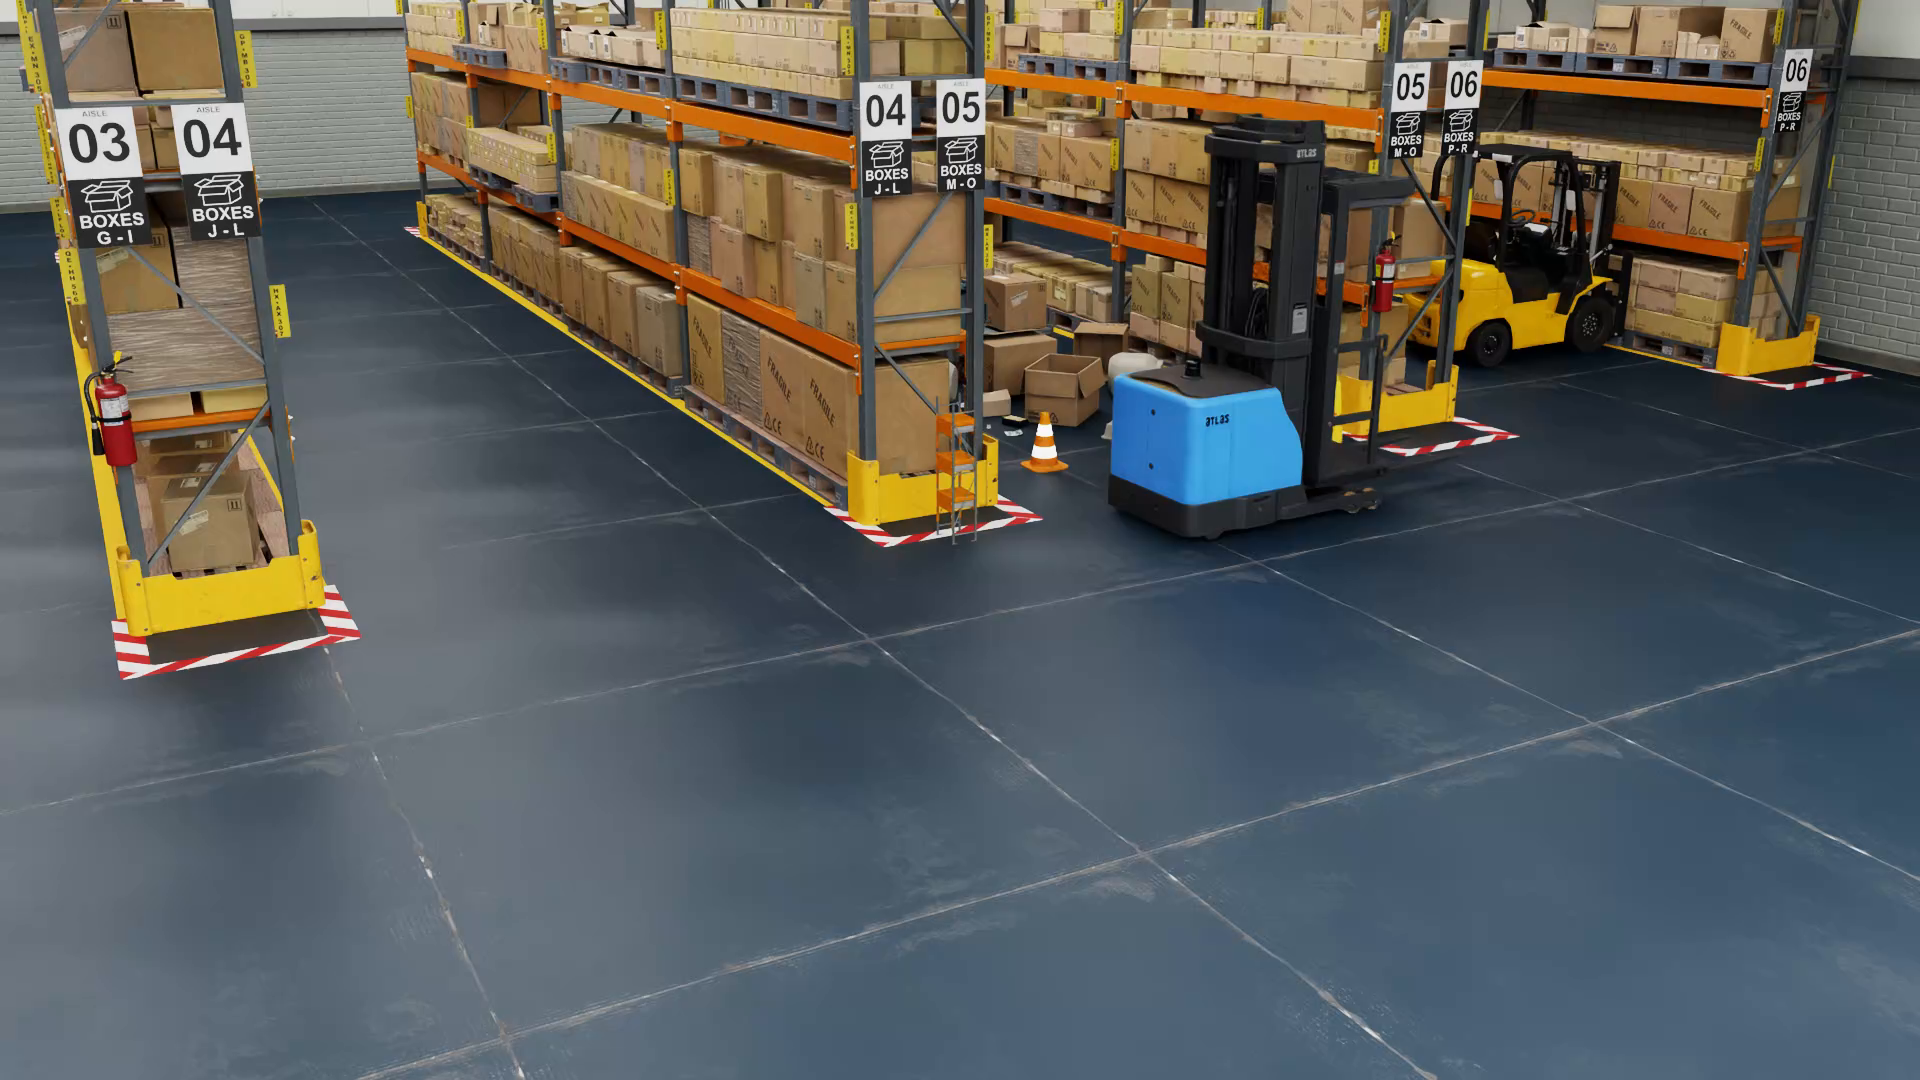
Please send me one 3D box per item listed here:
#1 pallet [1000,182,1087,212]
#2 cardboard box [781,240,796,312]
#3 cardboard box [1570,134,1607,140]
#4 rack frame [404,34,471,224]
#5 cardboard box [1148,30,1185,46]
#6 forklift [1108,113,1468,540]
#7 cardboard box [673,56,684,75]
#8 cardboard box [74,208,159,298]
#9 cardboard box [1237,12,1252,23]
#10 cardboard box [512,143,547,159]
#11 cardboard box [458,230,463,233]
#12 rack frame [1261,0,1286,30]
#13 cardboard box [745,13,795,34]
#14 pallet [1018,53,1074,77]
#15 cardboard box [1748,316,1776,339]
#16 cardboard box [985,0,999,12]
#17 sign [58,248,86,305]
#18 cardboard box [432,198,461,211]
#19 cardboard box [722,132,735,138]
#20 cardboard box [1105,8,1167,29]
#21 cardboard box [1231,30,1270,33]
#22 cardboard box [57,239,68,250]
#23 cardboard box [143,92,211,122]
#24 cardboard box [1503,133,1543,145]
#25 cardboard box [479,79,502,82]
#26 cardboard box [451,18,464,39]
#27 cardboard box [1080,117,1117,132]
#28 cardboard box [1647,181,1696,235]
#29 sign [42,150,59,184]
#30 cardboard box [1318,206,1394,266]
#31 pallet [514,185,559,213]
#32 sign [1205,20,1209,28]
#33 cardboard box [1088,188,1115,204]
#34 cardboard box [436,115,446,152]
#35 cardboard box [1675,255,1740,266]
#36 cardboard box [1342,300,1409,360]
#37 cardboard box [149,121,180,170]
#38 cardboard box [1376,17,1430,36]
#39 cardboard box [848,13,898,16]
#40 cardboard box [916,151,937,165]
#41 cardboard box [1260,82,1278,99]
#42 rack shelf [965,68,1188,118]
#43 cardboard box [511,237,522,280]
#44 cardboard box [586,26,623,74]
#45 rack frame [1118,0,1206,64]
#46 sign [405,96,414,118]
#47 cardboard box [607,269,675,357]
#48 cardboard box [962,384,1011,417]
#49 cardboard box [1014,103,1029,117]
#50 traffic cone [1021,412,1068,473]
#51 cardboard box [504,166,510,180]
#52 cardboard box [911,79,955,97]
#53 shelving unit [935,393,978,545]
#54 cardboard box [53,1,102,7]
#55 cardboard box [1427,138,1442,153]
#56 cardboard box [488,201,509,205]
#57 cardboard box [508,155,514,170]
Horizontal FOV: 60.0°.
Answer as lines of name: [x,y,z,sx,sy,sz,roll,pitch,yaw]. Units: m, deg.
pallet: [1.196,-4.104,19.719,1.003,0.211,1.213,-10,21,-27]
cardboard box: [-0.941,-2.169,13.589,0.875,0.550,0.550,-10,21,-27]
cardboard box: [7.298,-4.613,19.298,0.380,0.149,0.250,-10,22,-28]
rack frame: [-7.887,-6.257,25.666,1.000,3.000,0.127,-10,21,-27]
cardboard box: [2.131,-5.073,16.799,0.380,0.149,0.250,-9,21,-25]
forklift: [2.662,-1.723,12.630,3.031,2.935,1.130,-11,22,-29]
cardboard box: [-2.315,-4.200,14.694,0.380,0.149,0.250,-10,22,-28]
cardboard box: [-5.424,-1.847,10.745,0.500,0.500,0.500,-10,21,-27]
cardboard box: [4.131,-7.347,23.389,0.380,0.149,0.250,-11,22,-28]
cardboard box: [-5.096,-4.615,19.736,0.380,0.149,0.250,-9,21,-25]
cardboard box: [-7.030,-4.402,24.016,0.380,0.149,0.250,-10,21,-26]
rack frame: [4.587,-8.362,22.569,1.000,3.000,0.127,-10,21,-27]
cardboard box: [-1.472,-4.068,13.089,0.380,0.149,0.250,-10,21,-26]
pallet: [1.425,-5.428,18.953,1.213,0.211,1.003,-10,21,-27]
cardboard box: [8.324,-2.300,17.769,0.500,0.250,0.500,-10,21,-26]
cardboard box: [0.778,-9.380,29.126,0.500,0.250,0.500,-10,22,-27]
sign: [-5.200,-1.541,9.740,0.100,0.325,0.005,-10,21,-27]
cardboard box: [-7.694,-5.033,24.934,0.380,0.149,0.250,-10,21,-27]
cardboard box: [-3.603,-6.918,27.427,0.500,0.500,0.500,-10,21,-27]
cardboard box: [1.949,-5.761,18.450,0.500,0.250,0.500,-10,22,-28]
cardboard box: [2.937,-5.021,16.649,0.380,0.149,0.250,-9,21,-25]
cardboard box: [-9.654,-3.127,19.207,1.225,0.875,0.875,-11,22,-29]
cardboard box: [-4.896,-2.718,10.429,0.380,0.149,0.250,-10,22,-28]
cardboard box: [6.596,-4.677,19.482,0.380,0.149,0.250,-10,21,-26]
cardboard box: [-6.459,-6.232,23.452,0.500,0.500,0.500,-10,21,-26]
cardboard box: [-6.431,-6.785,22.062,0.500,0.250,0.500,-11,22,-29]
cardboard box: [1.601,-4.787,19.157,0.380,0.149,0.250,-9,21,-24]
cardboard box: [7.683,-3.528,17.603,0.500,0.500,0.500,-9,21,-25]
sign: [-8.988,-3.682,16.427,0.100,0.325,0.005,-10,21,-27]
cardboard box: [3.519,-2.761,14.924,0.500,0.500,0.500,-10,22,-28]
pallet: [-4.520,-4.058,19.587,1.213,0.211,1.003,-10,21,-27]
sign: [2.593,-5.357,17.665,0.100,0.325,0.005,-10,21,-27]
cardboard box: [1.632,-3.793,18.265,0.380,0.149,0.250,-10,21,-26]
cardboard box: [-7.172,-5.836,23.835,0.500,0.500,0.500,-11,22,-28]
cardboard box: [8.084,-2.911,18.008,0.500,0.250,0.500,-10,21,-27]
cardboard box: [3.868,-1.994,15.733,0.500,0.500,0.500,-11,22,-28]
cardboard box: [-4.704,-2.450,10.265,0.500,0.250,0.500,-9,21,-25]
cardboard box: [5.564,-6.390,20.792,0.500,0.311,0.500,-11,22,-28]
cardboard box: [-0.650,-4.023,12.958,0.380,0.149,0.250,-10,22,-28]
cardboard box: [-0.233,-5.021,21.548,0.500,0.250,0.500,-10,21,-27]
cardboard box: [3.020,-4.190,15.462,0.380,0.149,0.250,-11,22,-28]
rack shelf: [1.170,-5.260,19.281,1.077,0.370,4.000,-10,21,-27]
cardboard box: [-5.357,-3.573,21.074,0.500,0.500,0.500,-10,21,-26]
cardboard box: [-4.125,-5.631,19.099,0.500,0.500,0.500,-10,21,-27]
rack frame: [2.120,-6.444,17.010,1.000,3.000,0.127,-10,21,-27]
sign: [-8.365,-6.582,25.281,0.100,0.325,0.005,-10,21,-27]
cardboard box: [-3.017,-2.389,17.261,1.050,0.750,0.750,-10,21,-27]
cardboard box: [0.248,-1.312,15.525,0.396,0.266,0.258,-6,20,-17]
cardboard box: [1.249,-7.431,28.841,0.500,0.250,0.500,-10,22,-28]
traffic cone: [0.708,-0.837,13.848,0.336,0.463,0.334,-10,21,-27]
cardboard box: [-5.331,-4.480,20.256,0.380,0.149,0.250,-9,21,-25]
cardboard box: [-0.170,-3.357,12.251,0.380,0.149,0.250,-10,21,-26]
shelving unit: [-0.025,-0.512,12.004,0.215,1.050,0.252,-10,21,-27]
cardboard box: [-10.825,-6.296,20.229,0.700,0.500,0.500,-11,22,-30]
cardboard box: [5.990,-4.867,20.489,0.380,0.149,0.250,-10,22,-27]
cardboard box: [-6.838,-4.895,24.534,0.380,0.149,0.250,-11,22,-28]
cardboard box: [-5.214,-4.547,19.996,0.380,0.149,0.250,-10,21,-27]
